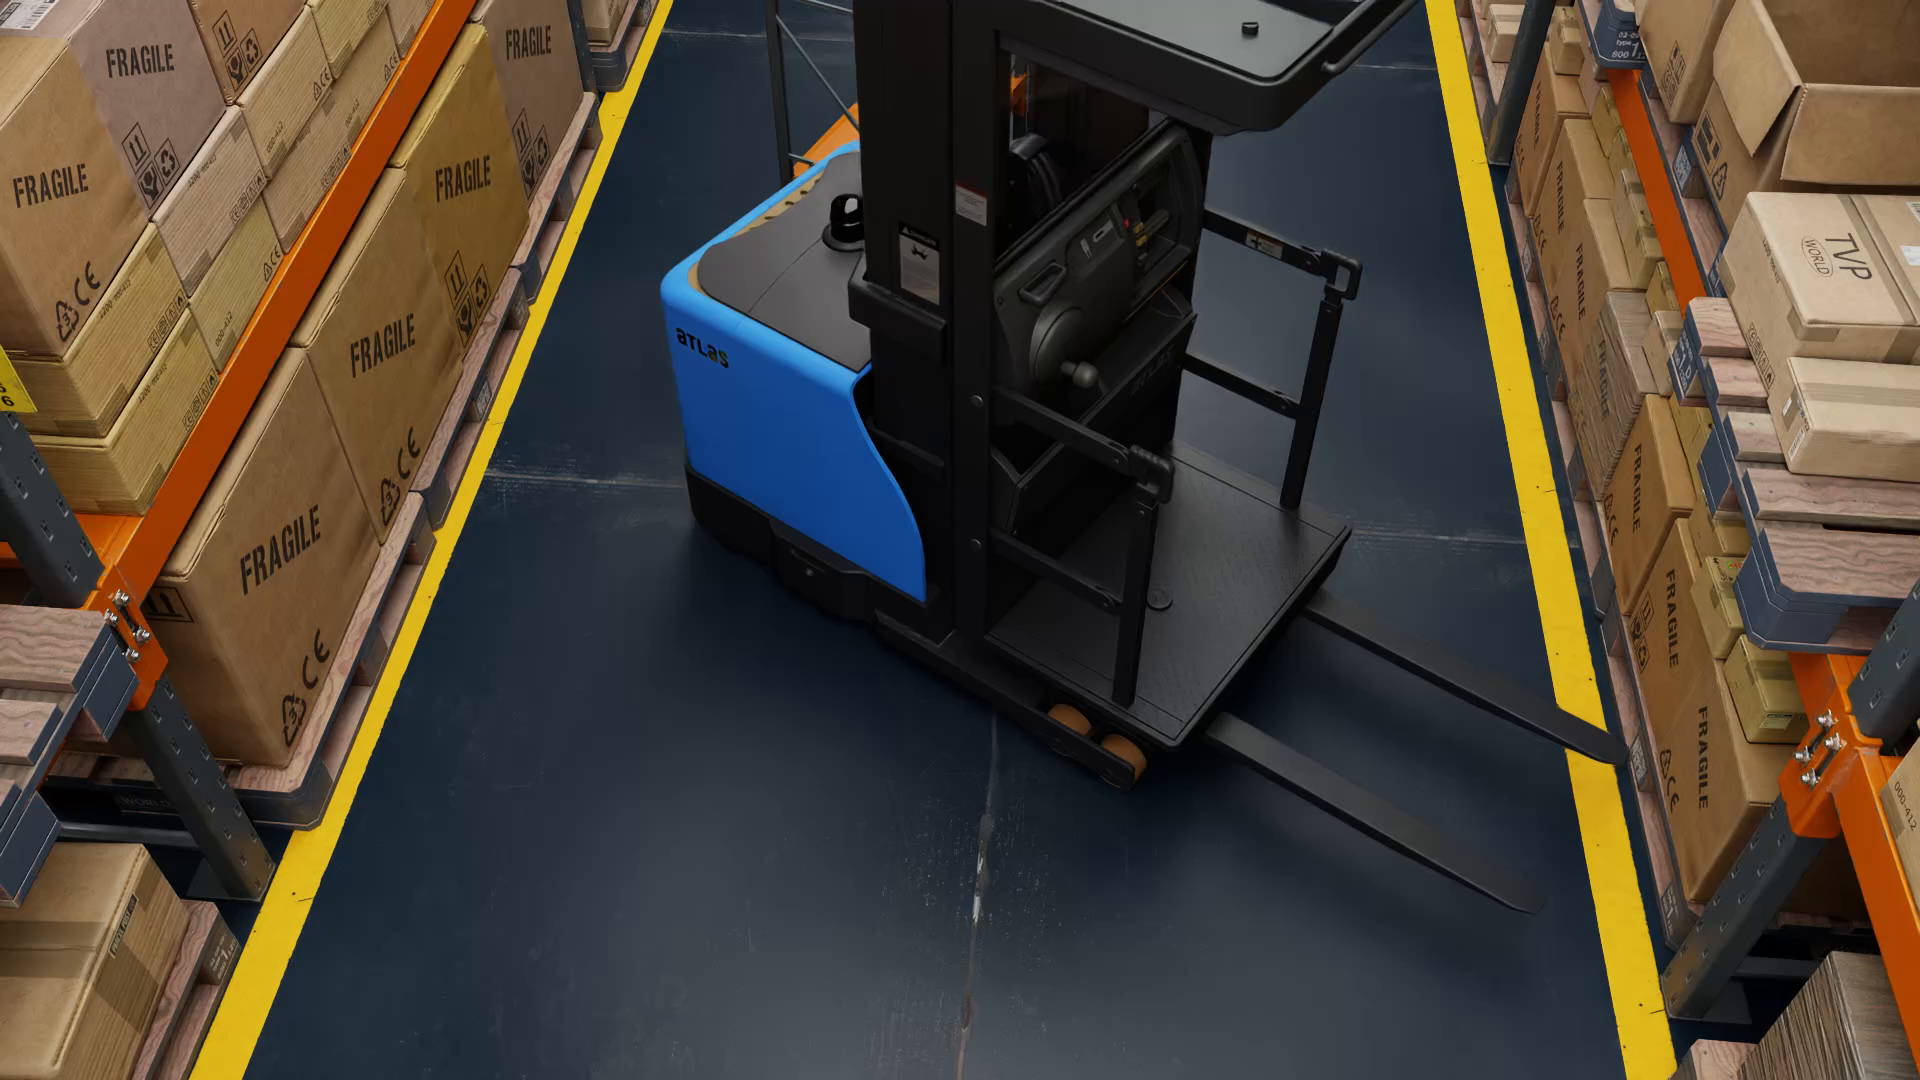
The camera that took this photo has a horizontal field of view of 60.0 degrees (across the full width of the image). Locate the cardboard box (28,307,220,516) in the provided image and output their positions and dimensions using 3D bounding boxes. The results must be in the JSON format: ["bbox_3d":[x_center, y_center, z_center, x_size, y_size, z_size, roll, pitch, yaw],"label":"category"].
[{"bbox_3d":[-2.209,-0.335,4.126,0.500,0.250,0.500,3,48,3],"label":"cardboard box"}]

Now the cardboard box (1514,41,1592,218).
[{"bbox_3d":[2.535,-1.609,6.598,0.500,0.500,0.500,6,48,5],"label":"cardboard box"}]

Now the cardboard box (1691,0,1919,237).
[{"bbox_3d":[2.404,-1.101,4.369,0.797,0.503,0.637,3,48,3],"label":"cardboard box"}]

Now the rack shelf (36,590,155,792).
[{"bbox_3d":[-2.687,1.669,2.678,1.077,0.370,4.000,4,48,4],"label":"rack shelf"}]

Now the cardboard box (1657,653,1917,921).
[{"bbox_3d":[2.264,0.665,4.519,0.500,0.500,0.500,5,48,5],"label":"cardboard box"}]

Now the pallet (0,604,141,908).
[{"bbox_3d":[-2.463,0.552,3.342,1.213,0.211,1.003,4,48,4],"label":"pallet"}]

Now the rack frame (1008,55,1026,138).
[{"bbox_3d":[0.031,-1.981,6.546,0.500,1.500,0.032,20,51,18],"label":"rack frame"}]

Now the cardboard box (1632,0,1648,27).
[{"bbox_3d":[2.295,-1.753,5.127,0.396,0.266,0.258,6,48,5],"label":"cardboard box"}]

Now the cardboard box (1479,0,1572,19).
[{"bbox_3d":[2.594,-2.562,7.629,0.396,0.266,0.258,5,48,5],"label":"cardboard box"}]

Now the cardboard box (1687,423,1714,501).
[{"bbox_3d":[2.363,-0.193,4.864,0.380,0.149,0.250,5,48,5],"label":"cardboard box"}]

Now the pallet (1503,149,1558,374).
[{"bbox_3d":[2.767,-1.110,6.622,1.003,0.211,1.213,4,48,4],"label":"pallet"}]

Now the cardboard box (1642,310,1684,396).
[{"bbox_3d":[2.381,-0.582,5.219,0.380,0.149,0.250,2,48,2],"label":"cardboard box"}]

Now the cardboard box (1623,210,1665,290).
[{"bbox_3d":[2.449,-0.959,5.564,0.380,0.149,0.250,5,48,5],"label":"cardboard box"}]

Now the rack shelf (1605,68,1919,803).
[{"bbox_3d":[2.621,-0.939,5.064,1.077,0.370,4.000,4,48,4],"label":"rack shelf"}]

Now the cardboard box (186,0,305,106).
[{"bbox_3d":[-2.118,-1.505,4.348,0.500,0.500,0.500,5,48,5],"label":"cardboard box"}]

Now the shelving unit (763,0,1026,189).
[{"bbox_3d":[-0.194,-1.652,6.245,0.587,1.500,1.083,20,51,18],"label":"shelving unit"}]

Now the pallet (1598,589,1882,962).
[{"bbox_3d":[2.545,0.683,4.982,1.003,0.211,1.213,4,48,4],"label":"pallet"}]

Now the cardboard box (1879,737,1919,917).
[{"bbox_3d":[2.155,0.648,3.226,0.500,0.250,0.500,4,48,4],"label":"cardboard box"}]

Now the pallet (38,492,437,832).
[{"bbox_3d":[-2.357,0.324,5.311,1.003,0.211,1.213,4,48,4],"label":"pallet"}]

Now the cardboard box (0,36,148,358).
[{"bbox_3d":[-2.216,-0.760,3.667,0.500,0.500,0.500,2,48,2],"label":"cardboard box"}]

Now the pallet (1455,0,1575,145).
[{"bbox_3d":[2.867,-2.215,7.633,1.003,0.211,1.213,4,48,4],"label":"pallet"}]

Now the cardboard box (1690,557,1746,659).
[{"bbox_3d":[2.226,0.188,4.515,0.380,0.149,0.250,2,48,2],"label":"cardboard box"}]

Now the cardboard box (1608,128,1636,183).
[{"bbox_3d":[2.534,-1.322,5.897,0.380,0.149,0.250,3,48,3],"label":"cardboard box"}]

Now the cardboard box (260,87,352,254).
[{"bbox_3d":[-2.126,-1.099,4.824,0.500,0.250,0.500,5,48,5],"label":"cardboard box"}]

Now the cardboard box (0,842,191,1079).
[{"bbox_3d":[-2.566,1.116,4.192,0.950,0.372,0.625,1,48,1],"label":"cardboard box"}]

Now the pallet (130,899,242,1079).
[{"bbox_3d":[-2.577,1.472,4.261,1.003,0.211,1.213,4,48,4],"label":"pallet"}]

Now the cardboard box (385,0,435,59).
[{"bbox_3d":[-2.042,-1.842,5.503,0.500,0.250,0.500,3,48,2],"label":"cardboard box"}]

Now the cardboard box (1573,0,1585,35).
[{"bbox_3d":[2.566,-2.019,6.332,0.380,0.149,0.250,3,48,3],"label":"cardboard box"}]

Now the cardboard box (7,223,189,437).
[{"bbox_3d":[-2.212,-0.517,3.953,0.500,0.250,0.500,4,48,3],"label":"cardboard box"}]

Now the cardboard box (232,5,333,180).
[{"bbox_3d":[-2.106,-1.262,4.634,0.500,0.250,0.500,4,48,3],"label":"cardboard box"}]

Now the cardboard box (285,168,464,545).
[{"bbox_3d":[-2.273,-0.625,5.444,0.875,0.875,0.875,4,48,4],"label":"cardboard box"}]

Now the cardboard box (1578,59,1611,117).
[{"bbox_3d":[2.558,-1.714,6.255,0.380,0.149,0.250,3,48,2],"label":"cardboard box"}]

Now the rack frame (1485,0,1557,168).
[{"bbox_3d":[2.804,-2.651,6.142,1.000,3.000,0.127,4,48,4],"label":"rack frame"}]

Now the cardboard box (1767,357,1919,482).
[{"bbox_3d":[2.117,-0.278,3.857,0.380,0.149,0.250,5,48,4],"label":"cardboard box"}]

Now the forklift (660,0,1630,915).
[{"bbox_3d":[0.555,-0.686,4.391,3.031,2.935,1.130,29,54,24],"label":"forklift"}]

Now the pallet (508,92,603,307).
[{"bbox_3d":[-2.135,-1.469,6.951,1.003,0.211,1.213,4,48,4],"label":"pallet"}]

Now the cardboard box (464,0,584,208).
[{"bbox_3d":[-2.117,-1.946,6.653,0.875,0.875,0.875,5,48,5],"label":"cardboard box"}]

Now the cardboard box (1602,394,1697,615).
[{"bbox_3d":[2.365,-0.087,5.206,0.500,0.500,0.500,6,48,5],"label":"cardboard box"}]

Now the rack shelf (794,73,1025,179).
[{"bbox_3d":[-0.198,-1.525,6.372,0.538,0.185,1.000,20,51,18],"label":"rack shelf"}]

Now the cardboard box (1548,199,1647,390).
[{"bbox_3d":[2.447,-0.851,5.905,0.500,0.500,0.500,3,48,2],"label":"cardboard box"}]

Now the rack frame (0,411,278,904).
[{"bbox_3d":[-2.504,-0.043,3.757,1.000,3.000,0.127,4,48,4],"label":"rack frame"}]
